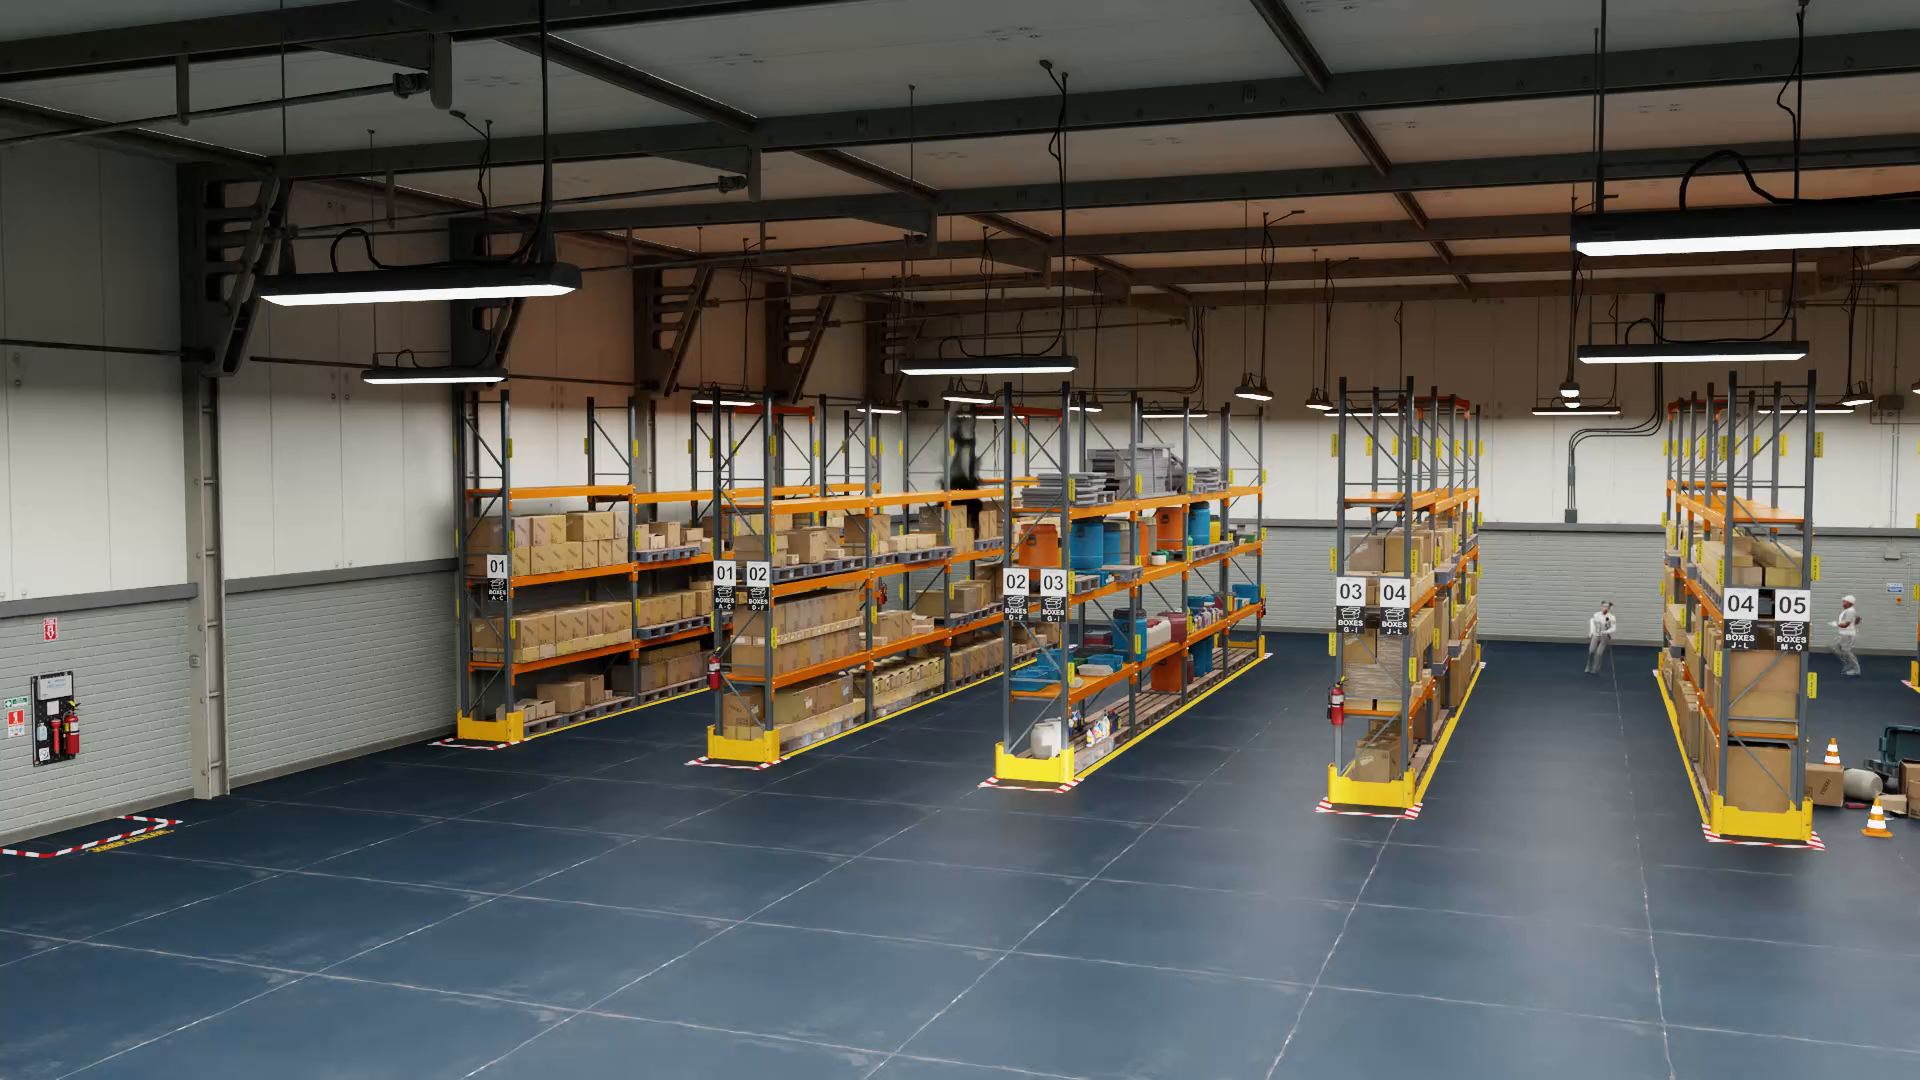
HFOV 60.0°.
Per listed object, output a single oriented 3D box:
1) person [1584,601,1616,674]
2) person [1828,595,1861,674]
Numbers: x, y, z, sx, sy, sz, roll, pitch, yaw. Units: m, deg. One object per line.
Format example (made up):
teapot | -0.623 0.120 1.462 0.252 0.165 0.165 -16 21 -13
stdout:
person | 14.169 2.159 36.775 0.651 1.650 0.614 2 4 33
person | 19.535 2.089 36.722 0.673 1.756 0.665 1 3 23
